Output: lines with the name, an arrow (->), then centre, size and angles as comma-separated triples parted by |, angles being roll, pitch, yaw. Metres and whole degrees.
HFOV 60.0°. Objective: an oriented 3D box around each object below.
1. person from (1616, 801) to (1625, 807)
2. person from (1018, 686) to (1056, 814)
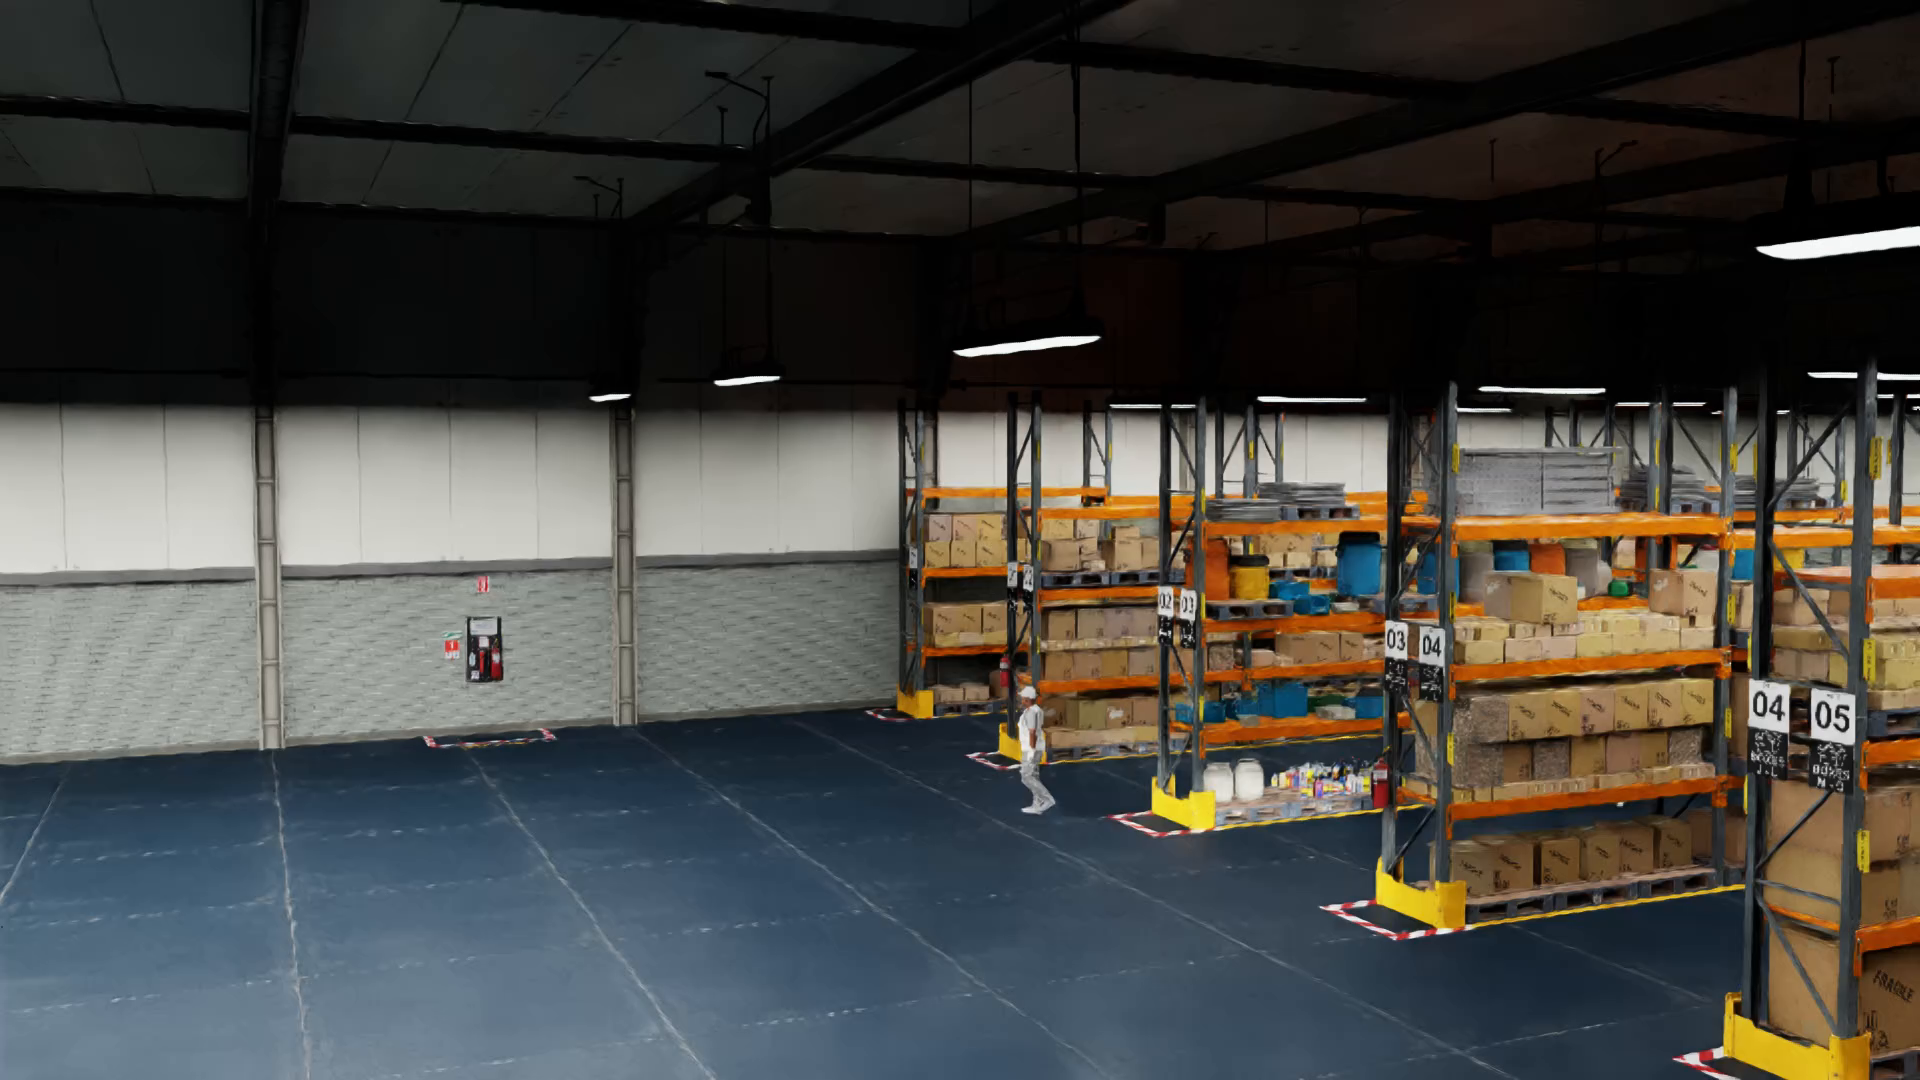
person -> 9.371, 2.961, 23.740 | 0.814, 1.604, 0.609 | -3, 4, -40
person -> 1.072, 2.926, 23.128 | 0.571, 1.777, 0.602 | 1, 3, 13
